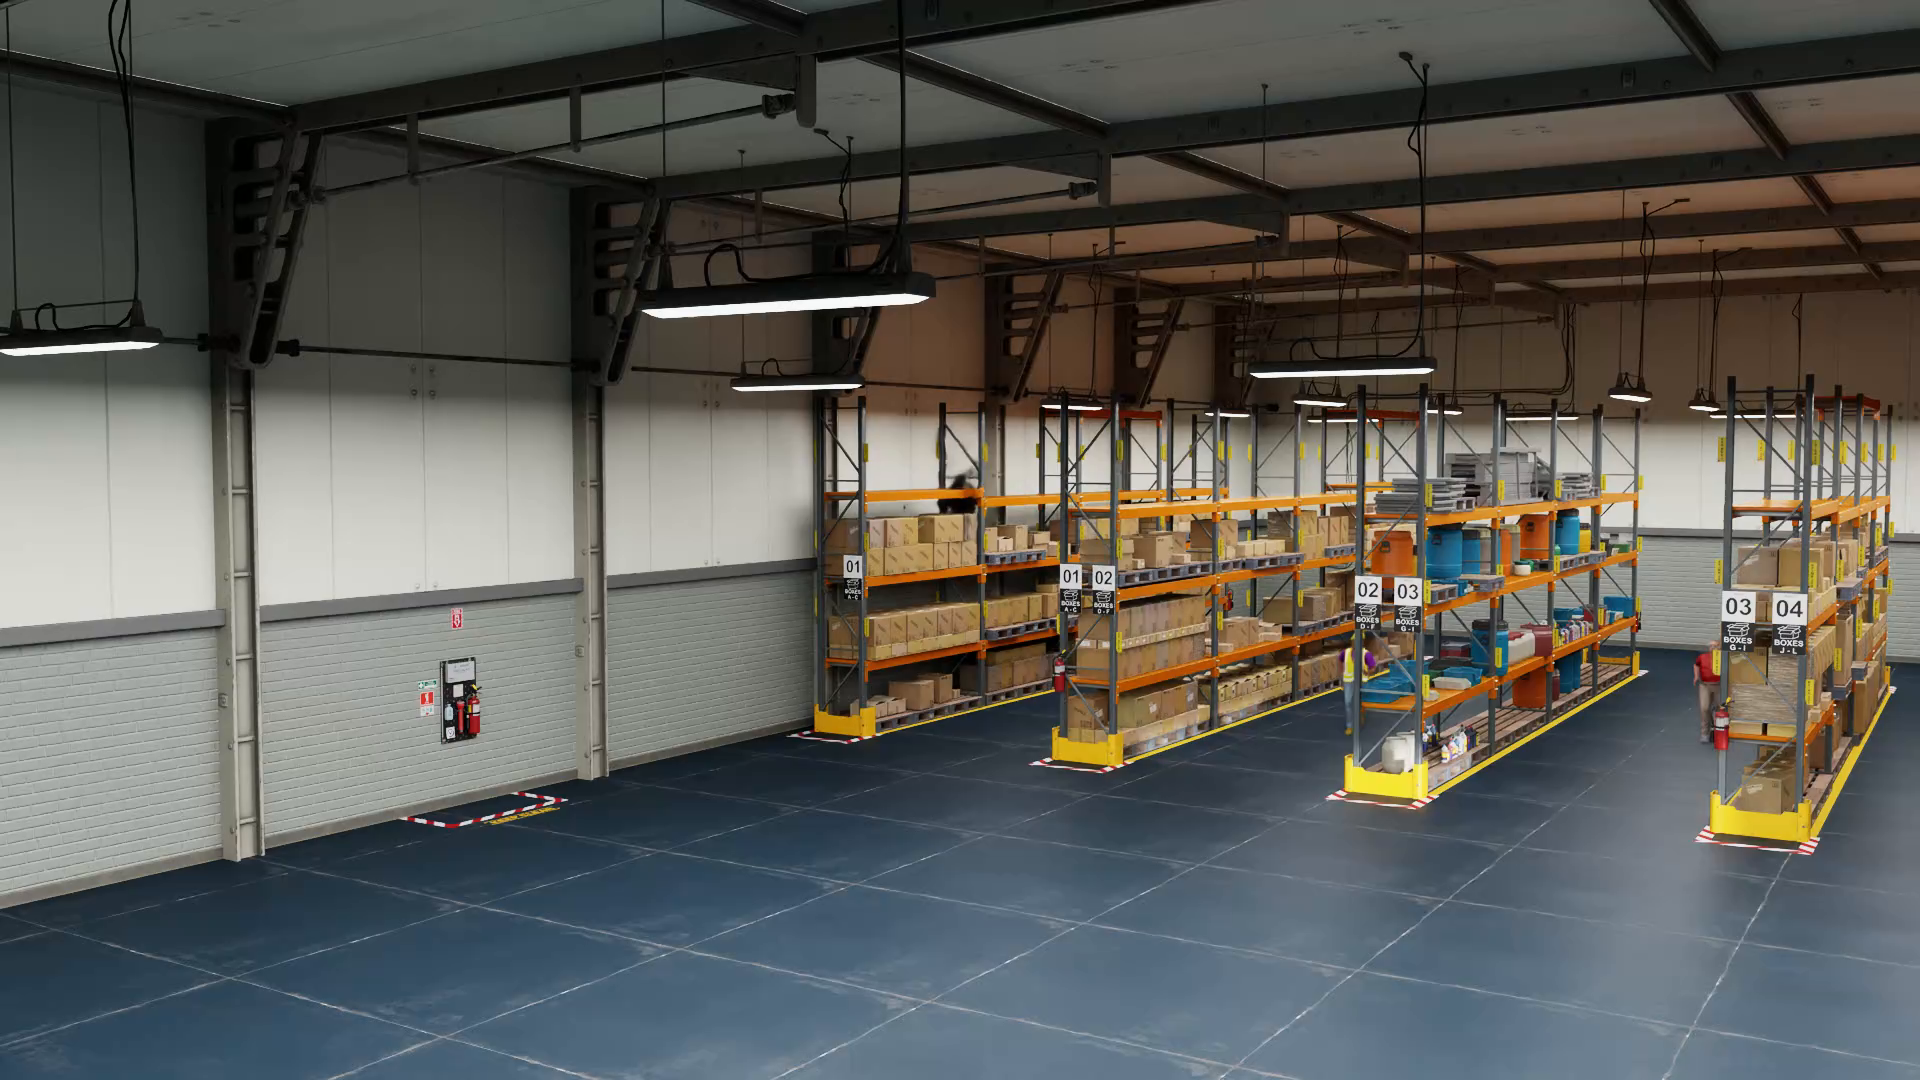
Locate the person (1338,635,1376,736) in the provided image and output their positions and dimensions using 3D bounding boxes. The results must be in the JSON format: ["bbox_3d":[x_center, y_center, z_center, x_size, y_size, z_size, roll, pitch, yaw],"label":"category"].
[{"bbox_3d":[7.073,2.559,29.728,0.700,1.770,0.968,1,3,24],"label":"person"}]

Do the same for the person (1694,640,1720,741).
[{"bbox_3d":[13.110,2.598,28.968,0.662,1.716,0.989,2,3,30],"label":"person"}]
